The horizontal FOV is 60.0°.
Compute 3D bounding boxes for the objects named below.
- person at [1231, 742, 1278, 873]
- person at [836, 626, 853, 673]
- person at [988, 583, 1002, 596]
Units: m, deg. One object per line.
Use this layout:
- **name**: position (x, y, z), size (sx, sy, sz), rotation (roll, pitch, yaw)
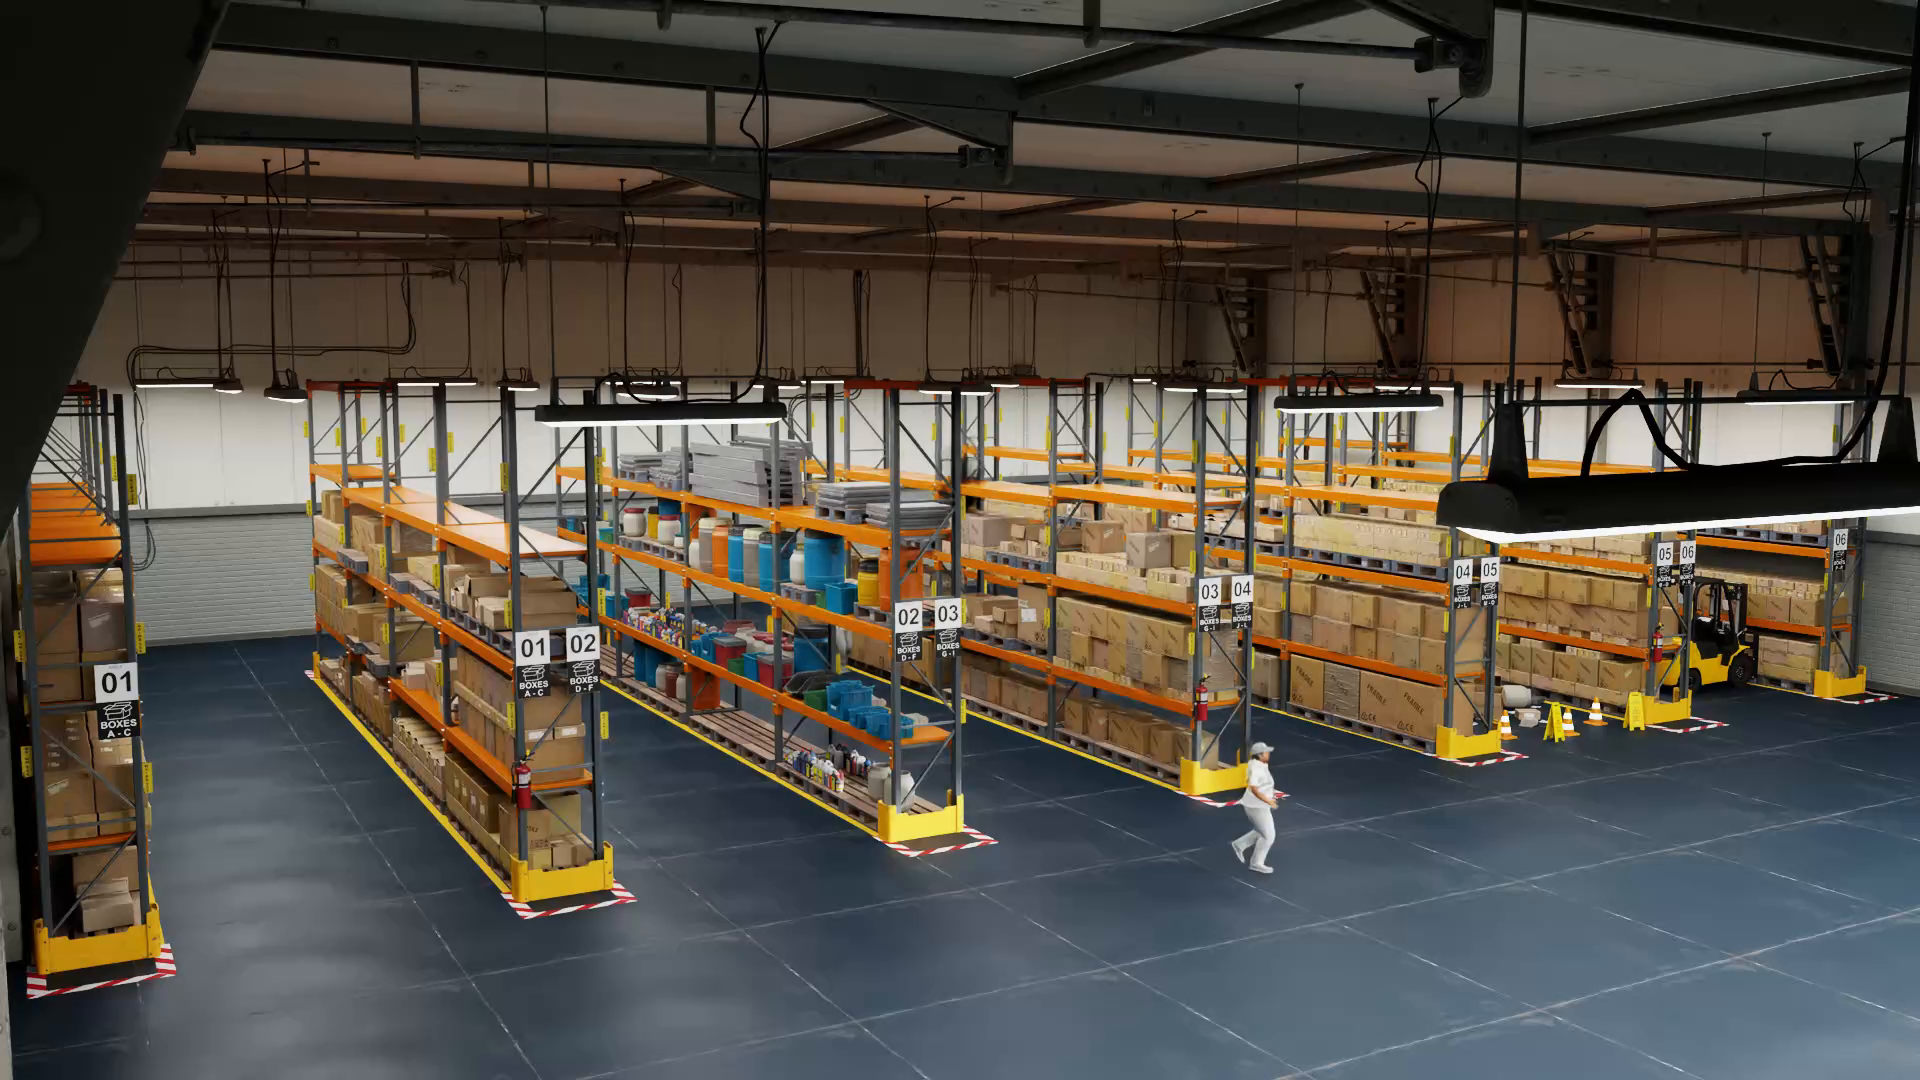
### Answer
- **person**: position (3.678, 3.327, 20.710), size (0.530, 1.638, 0.628), rotation (1, 6, 5)
- **person**: position (-2.338, 1.737, 32.613), size (0.670, 1.774, 0.697), rotation (-4, 7, -33)
- **person**: position (0.913, 1.016, 42.486), size (0.740, 1.736, 0.596), rotation (-4, 7, -30)
